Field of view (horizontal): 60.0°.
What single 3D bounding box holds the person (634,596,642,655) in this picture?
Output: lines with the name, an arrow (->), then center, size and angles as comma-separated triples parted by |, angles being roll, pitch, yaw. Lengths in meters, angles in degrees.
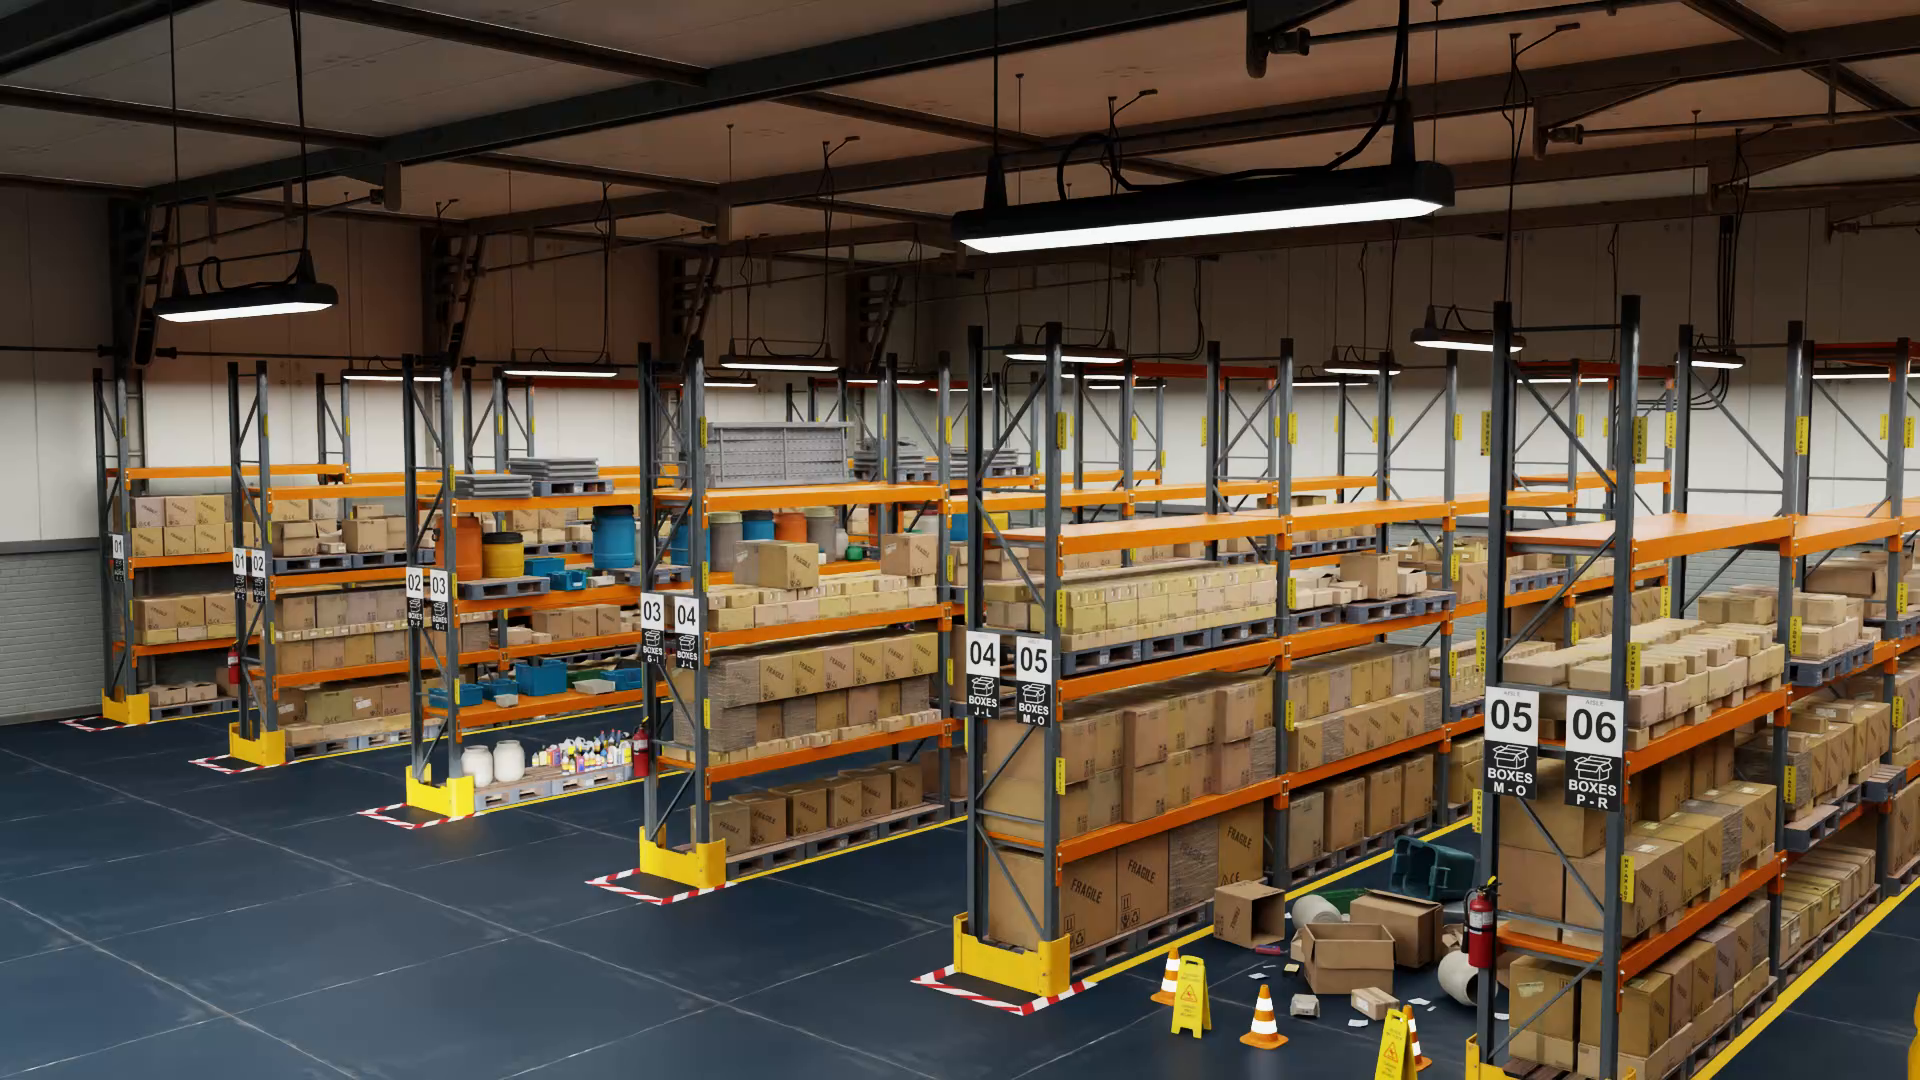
person -> -6.184, 1.926, 32.995 | 0.583, 1.657, 0.550 | 4, 6, 41
